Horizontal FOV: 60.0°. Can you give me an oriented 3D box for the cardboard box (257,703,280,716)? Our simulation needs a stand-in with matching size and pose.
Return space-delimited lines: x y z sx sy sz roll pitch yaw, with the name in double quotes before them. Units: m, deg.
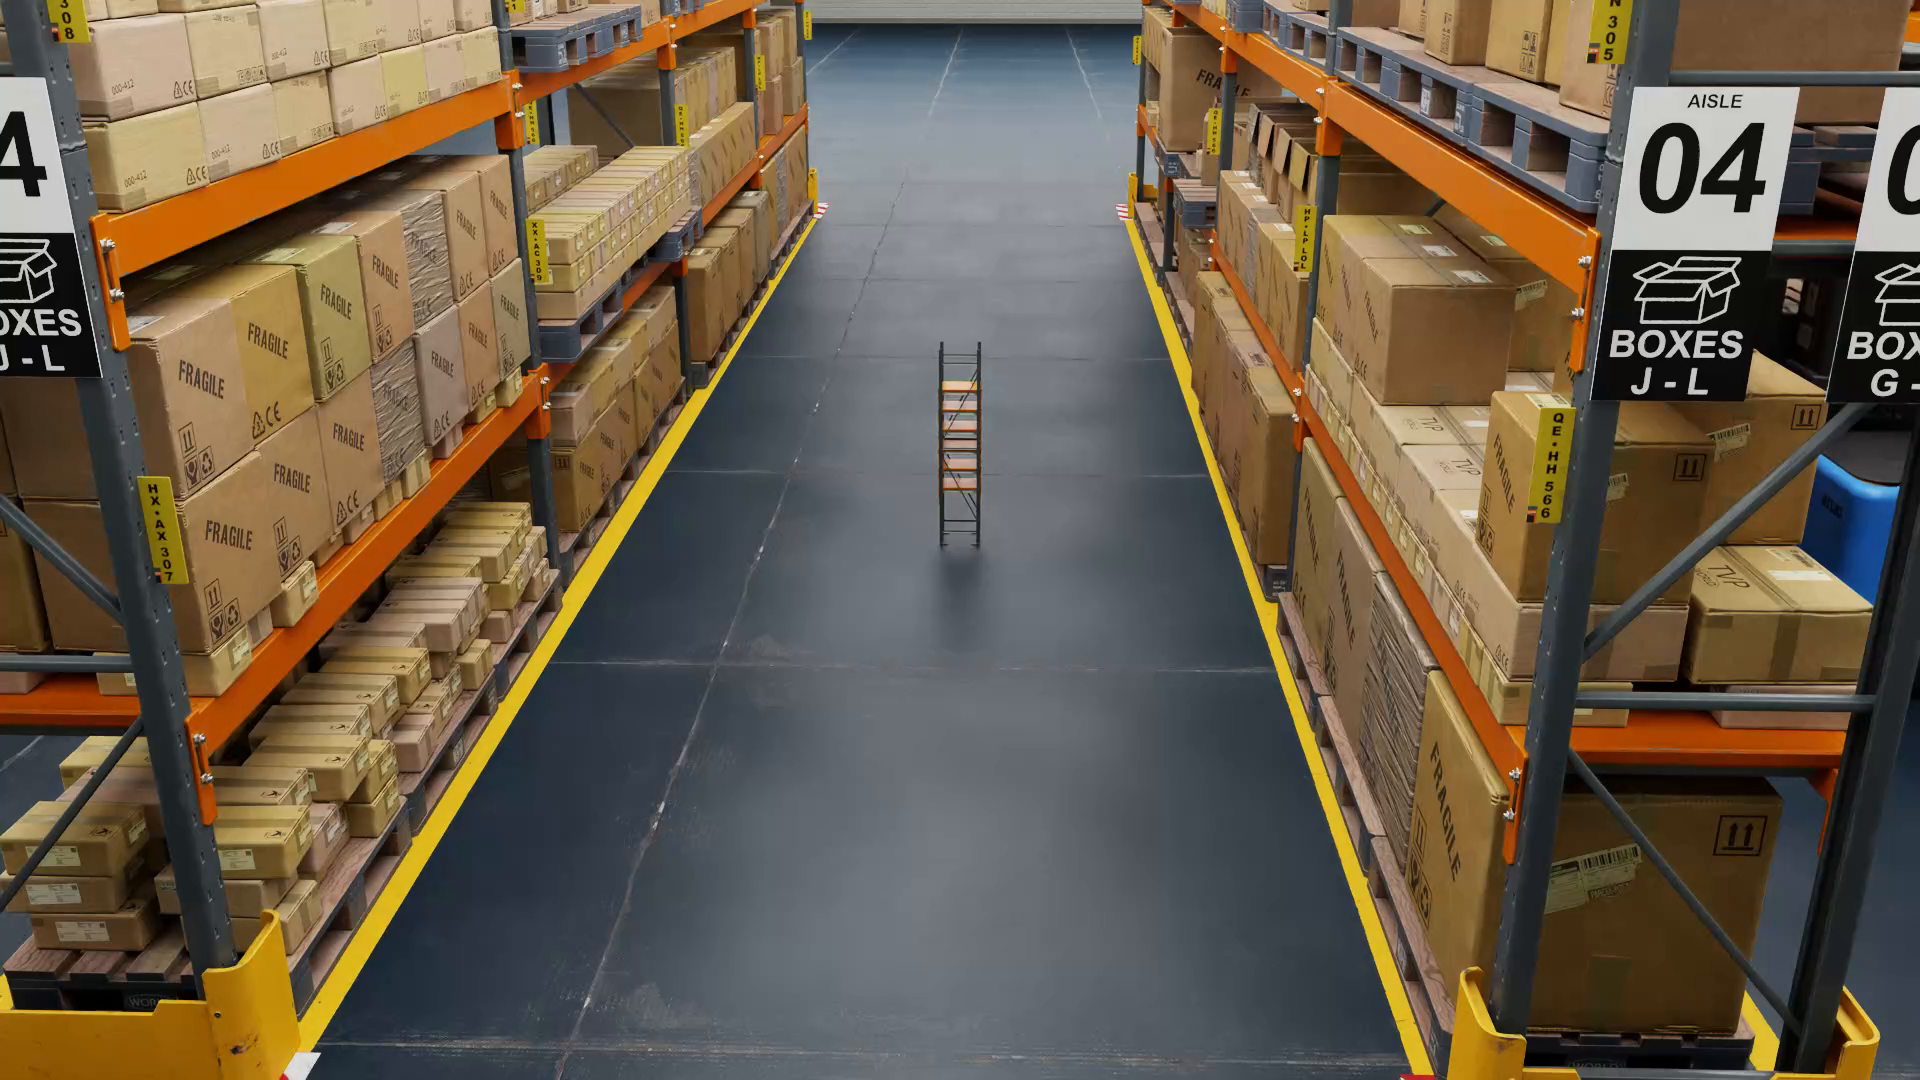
"cardboard box" -3.049 0.705 7.016 0.380 0.149 0.250 2 21 4

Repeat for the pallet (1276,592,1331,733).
"pallet" 2.152 0.591 8.215 1.003 0.211 1.213 1 21 2

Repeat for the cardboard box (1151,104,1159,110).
"cardboard box" 2.320 -4.743 18.454 0.380 0.149 0.250 1 21 2

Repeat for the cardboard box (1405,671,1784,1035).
"cardboard box" 2.071 1.025 5.596 0.875 0.875 0.875 1 21 2

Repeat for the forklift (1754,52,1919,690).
"forklift" 4.721 -1.127 8.882 1.130 2.935 3.031 1 21 3

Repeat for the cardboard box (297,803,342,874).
"cardboard box" -2.486 1.081 6.045 0.380 0.149 0.250 1 21 1

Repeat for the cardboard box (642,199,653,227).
"cardboard box" -2.177 -2.088 10.619 0.380 0.149 0.250 1 21 3

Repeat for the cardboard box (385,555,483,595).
"cardboard box" -2.507 0.189 7.934 0.380 0.149 0.250 1 21 3

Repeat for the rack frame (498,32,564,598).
"rack frame" -2.701 -1.075 8.652 1.000 3.000 0.127 1 21 2

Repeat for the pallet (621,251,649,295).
"pallet" -2.599 -1.715 10.568 1.003 0.211 1.213 1 21 2

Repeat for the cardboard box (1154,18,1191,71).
"cardboard box" 2.265 -5.055 16.978 0.500 0.500 0.500 1 21 2

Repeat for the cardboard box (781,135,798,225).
"cardboard box" -2.316 -4.054 18.688 0.875 0.875 0.875 0 21 1

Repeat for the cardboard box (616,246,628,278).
"cardboard box" -2.200 -1.664 9.937 0.380 0.149 0.250 0 21 -1

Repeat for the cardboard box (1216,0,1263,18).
"cardboard box" 2.144 -3.933 12.079 0.500 0.250 0.500 1 21 2

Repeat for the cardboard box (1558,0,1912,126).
"cardboard box" 2.094 -1.413 4.521 0.700 0.500 0.500 -1 21 -2

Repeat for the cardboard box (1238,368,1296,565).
"cardboard box" 2.253 -0.420 9.322 1.225 0.875 0.875 1 21 2

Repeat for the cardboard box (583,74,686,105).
"cardboard box" -2.542 -3.379 13.069 0.700 0.500 0.500 0 21 1

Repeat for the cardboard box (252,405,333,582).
"cardboard box" -2.543 -0.167 5.762 0.500 0.500 0.500 1 21 2

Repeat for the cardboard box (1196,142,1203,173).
"cardboard box" 2.156 -3.169 13.654 0.396 0.266 0.258 0 21 0

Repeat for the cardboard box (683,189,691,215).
"cardboard box" -2.135 -2.416 11.876 0.380 0.149 0.250 1 21 3

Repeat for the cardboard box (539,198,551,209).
"cardboard box" -2.833 -2.100 10.650 0.380 0.149 0.250 0 21 1

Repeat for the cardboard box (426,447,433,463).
"cardboard box" -2.515 -0.378 7.204 0.380 0.149 0.250 0 21 1

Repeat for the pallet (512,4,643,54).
"pallet" -2.548 -2.982 9.682 1.213 0.211 1.003 1 21 2

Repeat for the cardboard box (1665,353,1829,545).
"cardboard box" 2.431 -0.307 5.433 0.500 0.500 0.500 0 21 0

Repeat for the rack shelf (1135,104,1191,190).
"rack shelf" 2.557 -4.264 17.865 1.077 0.370 4.000 1 21 2

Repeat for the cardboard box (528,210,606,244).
"cardboard box" -2.217 -1.761 9.366 0.380 0.149 0.250 1 21 2

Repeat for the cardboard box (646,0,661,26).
"cardboard box" -2.343 -3.757 11.279 0.500 0.500 0.500 1 21 2

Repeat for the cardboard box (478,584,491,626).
"cardboard box" -2.485 0.322 8.001 0.380 0.149 0.250 1 21 2

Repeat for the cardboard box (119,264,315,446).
"cardboard box" -2.535 -0.622 5.553 0.500 0.500 0.500 1 21 3

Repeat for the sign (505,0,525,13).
"sign" -2.159 -2.711 8.007 0.100 0.325 0.005 1 21 2

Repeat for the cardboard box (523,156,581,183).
"cardboard box" -2.805 -2.526 11.337 0.380 0.149 0.250 1 21 1

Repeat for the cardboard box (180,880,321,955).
"cardboard box" -2.487 1.319 5.843 0.380 0.149 0.250 1 21 3

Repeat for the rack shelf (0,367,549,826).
"rack shelf" -2.762 -0.016 6.918 1.077 0.370 4.000 1 21 2

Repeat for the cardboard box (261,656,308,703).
"cardboard box" -2.972 0.563 6.968 0.380 0.149 0.250 0 21 0

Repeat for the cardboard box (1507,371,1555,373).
"cardboard box" 2.489 -0.703 7.489 0.500 0.250 0.500 1 21 3

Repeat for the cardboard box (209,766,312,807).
"cardboard box" -2.579 0.941 5.995 0.380 0.149 0.250 1 21 3

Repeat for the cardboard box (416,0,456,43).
"cardboard box" -2.489 -2.278 7.124 0.500 0.250 0.500 0 21 -1

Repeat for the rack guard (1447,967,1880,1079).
"rack guard" 2.131 1.637 5.119 1.175 0.500 0.348 1 21 2

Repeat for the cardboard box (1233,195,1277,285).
"cardboard box" 2.062 -1.932 10.723 0.500 0.500 0.500 0 21 1

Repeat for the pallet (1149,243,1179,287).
"pallet" 2.482 -2.819 17.003 1.003 0.211 1.213 1 21 2

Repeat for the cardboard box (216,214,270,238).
"cardboard box" -3.023 -1.010 6.555 0.500 0.500 0.500 0 21 0

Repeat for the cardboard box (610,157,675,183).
"cardboard box" -2.154 -2.509 11.293 0.380 0.149 0.250 1 21 3

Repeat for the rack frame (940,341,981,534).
"rack frame" 0.003 -0.598 9.911 0.240 1.200 0.006 1 21 2

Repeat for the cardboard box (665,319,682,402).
"cardboard box" -2.339 -1.310 12.134 0.500 0.500 0.500 1 21 1

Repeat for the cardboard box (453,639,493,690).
"cardboard box" -2.404 0.579 7.752 0.380 0.149 0.250 1 21 2

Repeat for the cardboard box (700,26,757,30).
"cardboard box" -2.512 -4.874 16.743 0.875 0.550 0.550 1 21 2

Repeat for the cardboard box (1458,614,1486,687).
"cardboard box" 1.819 0.354 5.318 0.380 0.149 0.250 1 21 2

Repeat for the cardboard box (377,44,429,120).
"cardboard box" -2.488 -1.859 6.733 0.500 0.250 0.500 0 21 1

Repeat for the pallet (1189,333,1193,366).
"pallet" 2.400 -1.412 13.377 1.003 0.211 1.213 1 21 2

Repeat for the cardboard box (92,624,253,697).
"cardboard box" -2.486 0.375 5.262 0.380 0.149 0.250 0 21 1

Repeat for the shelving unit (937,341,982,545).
"shelving unit" 0.000 -0.565 9.825 0.258 1.200 0.189 1 21 2

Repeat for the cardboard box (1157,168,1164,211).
"cardboard box" 2.582 -4.127 19.394 0.500 0.500 0.500 5 22 12

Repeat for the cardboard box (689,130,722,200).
"cardboard box" -2.268 -3.093 13.715 0.500 0.500 0.500 1 21 2

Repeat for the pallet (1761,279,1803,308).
"pallet" 7.462 -2.237 15.503 1.003 0.211 1.213 1 21 2

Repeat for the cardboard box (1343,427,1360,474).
"cardboard box" 1.882 -0.385 7.222 0.380 0.149 0.250 0 21 1

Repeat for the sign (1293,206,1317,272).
"sign" 1.710 -1.489 8.228 0.100 0.325 0.005 1 21 2
